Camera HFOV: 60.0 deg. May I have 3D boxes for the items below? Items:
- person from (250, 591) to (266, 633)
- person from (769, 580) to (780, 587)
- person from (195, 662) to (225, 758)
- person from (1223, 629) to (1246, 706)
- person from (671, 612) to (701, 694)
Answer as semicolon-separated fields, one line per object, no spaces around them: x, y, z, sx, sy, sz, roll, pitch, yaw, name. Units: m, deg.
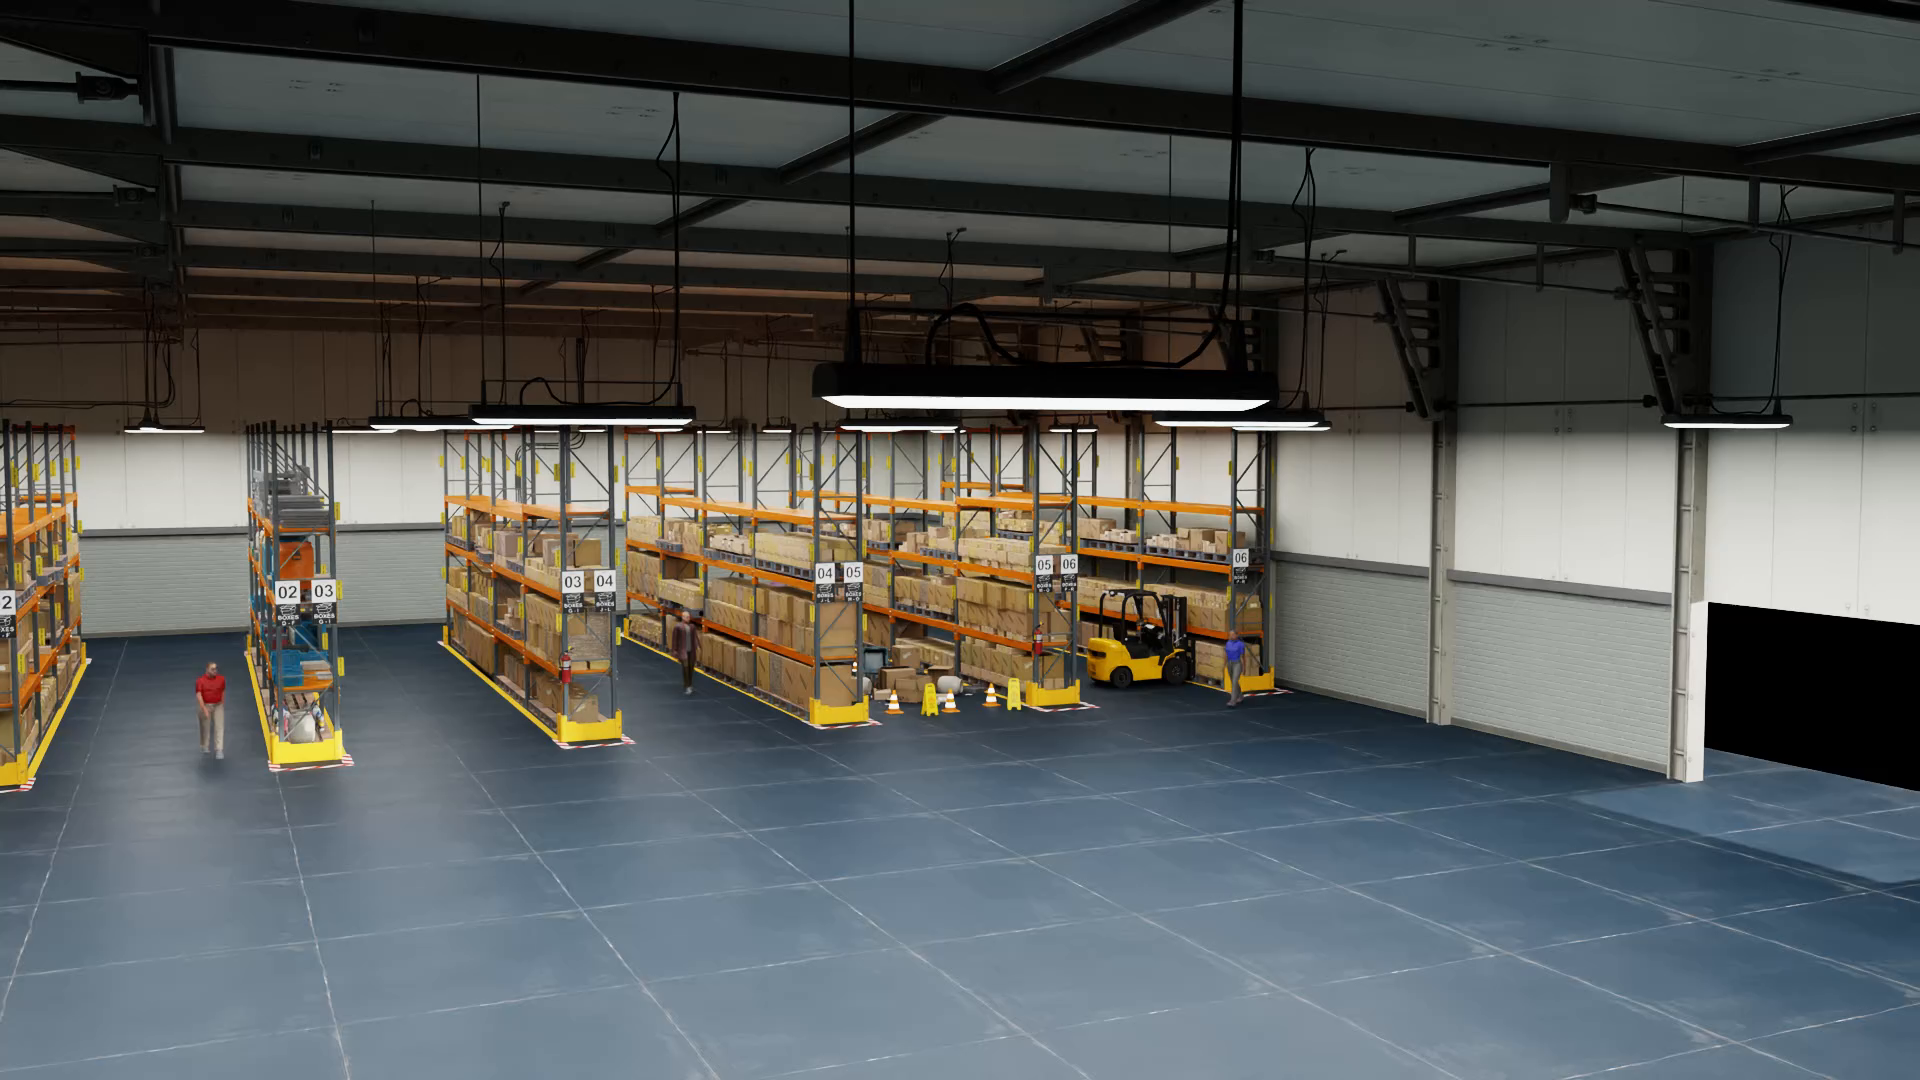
-19.665;1.955;47.285;1.073;1.616;0.472;0;4;-7;person
-6.021;1.537;54.306;0.886;1.554;0.388;-2;4;-33;person
-13.375;3.012;29.736;0.528;1.672;0.978;-3;4;-37;person
5.847;2.698;35.392;0.840;1.632;0.455;-3;5;-41;person
-6.068;2.523;37.240;0.606;1.803;0.732;-3;5;-39;person
